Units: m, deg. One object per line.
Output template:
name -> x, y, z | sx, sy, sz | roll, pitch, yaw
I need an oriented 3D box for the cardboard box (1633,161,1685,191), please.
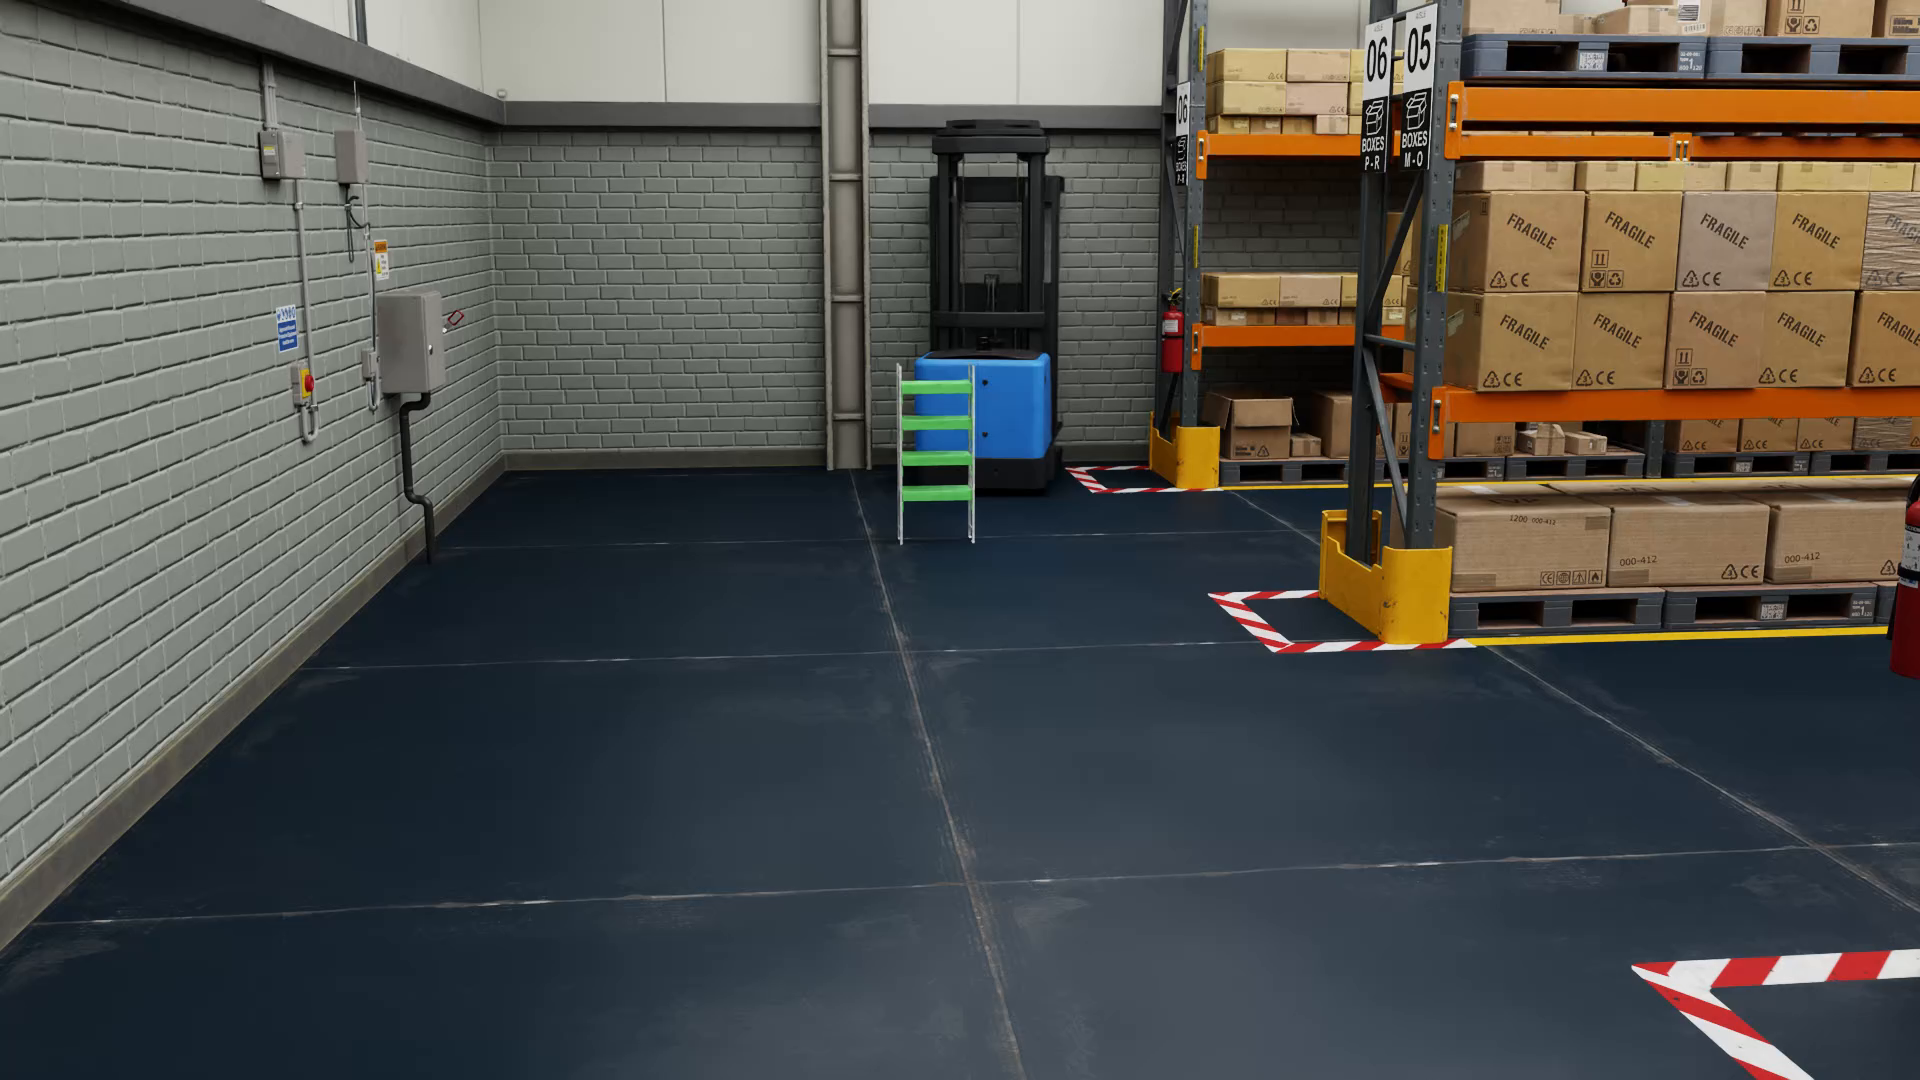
cardboard box -> 3.507, -1.868, 8.560 | 0.250, 0.149, 0.380 | -2, 11, -8

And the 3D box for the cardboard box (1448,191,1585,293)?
cardboard box -> 2.848, -1.539, 8.570 | 0.500, 0.500, 0.500 | -1, 11, -7

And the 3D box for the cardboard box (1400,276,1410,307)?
cardboard box -> 3.792, -2.062, 13.701 | 0.500, 0.250, 0.500 | -1, 11, -8

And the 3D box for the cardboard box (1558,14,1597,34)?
cardboard box -> 3.186, -2.698, 8.845 | 0.250, 0.149, 0.380 | -2, 11, -10

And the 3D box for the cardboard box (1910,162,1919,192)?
cardboard box -> 5.028, -1.909, 8.770 | 0.250, 0.149, 0.380 | -1, 11, -7

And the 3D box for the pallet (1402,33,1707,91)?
pallet -> 3.077, -2.490, 8.711 | 1.213, 0.211, 1.003 | -1, 11, -6

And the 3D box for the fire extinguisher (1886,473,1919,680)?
fire extinguisher -> 2.675, 0.041, 4.552 | 0.183, 0.674, 0.296 | -1, 11, -6

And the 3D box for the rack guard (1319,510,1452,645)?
rack guard -> 2.317, 0.183, 9.141 | 0.348, 0.500, 1.175 | -1, 11, -6

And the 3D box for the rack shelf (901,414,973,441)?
rack shelf -> -0.165, -0.758, 11.201 | 0.480, 0.148, 0.258 | -1, 11, -6

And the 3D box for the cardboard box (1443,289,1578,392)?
cardboard box -> 2.849, -1.048, 8.664 | 0.500, 0.500, 0.500 | -1, 11, -7

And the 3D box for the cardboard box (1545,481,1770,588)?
cardboard box -> 3.895, -0.047, 9.382 | 0.875, 0.438, 0.875 | -1, 11, -5

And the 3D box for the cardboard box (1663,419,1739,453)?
cardboard box -> 6.282, -1.026, 14.201 | 0.500, 0.500, 0.500 | -1, 11, -4

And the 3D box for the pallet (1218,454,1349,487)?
pallet -> 2.669, -0.646, 14.107 | 1.213, 0.211, 1.003 | -1, 11, -6

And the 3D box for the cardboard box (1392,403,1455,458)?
cardboard box -> 3.809, -0.972, 13.928 | 0.500, 0.500, 0.500 | -1, 11, -5

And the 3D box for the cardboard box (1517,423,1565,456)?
cardboard box -> 4.900, -0.868, 14.008 | 0.258, 0.266, 0.396 | -1, 11, -4

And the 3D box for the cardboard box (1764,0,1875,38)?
cardboard box -> 4.361, -2.833, 8.621 | 0.500, 0.500, 0.500 | -1, 11, -5

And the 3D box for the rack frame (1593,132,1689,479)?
rack frame -> 5.777, -2.079, 14.168 | 0.127, 3.000, 1.000 | -1, 11, -6

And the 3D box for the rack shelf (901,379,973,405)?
rack shelf -> -0.165, -0.994, 11.154 | 0.480, 0.148, 0.258 | -1, 11, -6

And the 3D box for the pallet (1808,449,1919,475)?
pallet -> 7.797, -0.761, 14.693 | 1.213, 0.211, 1.003 | -1, 11, -6

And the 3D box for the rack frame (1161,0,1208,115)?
rack frame -> 1.801, -4.940, 13.166 | 0.127, 3.000, 1.000 | -1, 11, -6

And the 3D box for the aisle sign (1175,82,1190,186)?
aisle sign -> 1.765, -3.214, 13.200 | 0.004, 0.787, 0.394 | -1, 11, -6

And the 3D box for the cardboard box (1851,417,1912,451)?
cardboard box -> 7.824, -1.058, 14.364 | 0.500, 0.500, 0.500 | -2, 11, -8

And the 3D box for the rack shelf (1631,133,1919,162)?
rack shelf -> 7.766, -3.240, 14.160 | 4.000, 0.370, 1.077 | -1, 11, -6

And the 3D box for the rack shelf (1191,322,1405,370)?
rack shelf -> 3.789, -1.685, 14.026 | 4.000, 0.370, 1.077 | -1, 11, -6

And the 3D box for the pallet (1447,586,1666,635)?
pallet -> 3.127, 0.293, 9.333 | 1.213, 0.211, 1.003 | -1, 11, -6

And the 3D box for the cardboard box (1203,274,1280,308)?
cardboard box -> 2.281, -2.026, 13.515 | 0.500, 0.250, 0.500 | -1, 11, -6

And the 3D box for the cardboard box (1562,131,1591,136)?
cardboard box -> 4.940, -3.355, 13.534 | 0.250, 0.149, 0.380 | -1, 11, -4

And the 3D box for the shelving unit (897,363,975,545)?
shelving unit -> -0.165, -0.585, 11.235 | 0.503, 1.200, 0.258 | -1, 11, -6

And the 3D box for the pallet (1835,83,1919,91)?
pallet -> 5.502, -2.541, 8.969 | 1.213, 0.211, 1.003 | -1, 11, -6

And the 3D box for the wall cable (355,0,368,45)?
wall cable -> -3.626, -4.513, 10.898 | 0.133, 3.039, 2.988 | -1, 11, -6

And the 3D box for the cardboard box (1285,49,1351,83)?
cardboard box -> 2.777, -3.753, 13.230 | 0.500, 0.250, 0.500 | -1, 11, -6

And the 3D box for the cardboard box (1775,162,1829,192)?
cardboard box -> 4.270, -1.881, 8.625 | 0.250, 0.149, 0.380 | -1, 11, -7

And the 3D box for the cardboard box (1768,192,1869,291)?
cardboard box -> 4.368, -1.574, 8.747 | 0.500, 0.500, 0.500 | -1, 11, -6

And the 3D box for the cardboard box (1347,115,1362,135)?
cardboard box -> 3.176, -3.311, 13.311 | 0.250, 0.149, 0.380 | -1, 11, -6

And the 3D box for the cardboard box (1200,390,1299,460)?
cardboard box -> 2.419, -0.972, 13.917 | 0.637, 0.503, 0.797 | -2, 11, -8

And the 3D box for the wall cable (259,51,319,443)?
wall cable -> -3.263, -1.436, 8.181 | 0.123, 1.953, 0.585 | -1, 11, -6

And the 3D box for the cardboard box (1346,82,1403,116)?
cardboard box -> 3.284, -3.520, 13.337 | 0.500, 0.250, 0.500 | -2, 11, -8

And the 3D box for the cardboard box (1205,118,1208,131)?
cardboard box -> 2.094, -3.395, 13.739 | 0.250, 0.149, 0.380 | -1, 11, -5

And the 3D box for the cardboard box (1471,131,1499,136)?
cardboard box -> 4.177, -3.345, 13.480 | 0.250, 0.149, 0.380 | -1, 11, -5

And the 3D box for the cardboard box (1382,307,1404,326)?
cardboard box -> 3.443, -1.844, 13.624 | 0.250, 0.149, 0.380 | -2, 11, -8

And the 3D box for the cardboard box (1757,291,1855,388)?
cardboard box -> 4.352, -1.085, 8.850 | 0.500, 0.500, 0.500 | -1, 11, -4

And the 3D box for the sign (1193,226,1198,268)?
sign -> 1.859, -2.317, 13.131 | 0.005, 0.325, 0.100 | -1, 11, -6

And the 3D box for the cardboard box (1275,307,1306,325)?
cardboard box -> 2.662, -1.853, 13.670 | 0.250, 0.149, 0.380 | -1, 11, -7

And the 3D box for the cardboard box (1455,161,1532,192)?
cardboard box -> 2.723, -1.856, 8.502 | 0.250, 0.149, 0.380 | -1, 11, -5

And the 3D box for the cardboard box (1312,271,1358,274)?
cardboard box -> 3.235, -2.149, 14.139 | 0.500, 0.250, 0.500 | -1, 11, -4

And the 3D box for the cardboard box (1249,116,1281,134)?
cardboard box -> 2.400, -3.317, 13.339 | 0.250, 0.149, 0.380 | -1, 11, -5

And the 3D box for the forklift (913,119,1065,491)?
forklift -> 0.322, -2.066, 14.278 | 1.130, 2.935, 3.031 | 1, 11, 7
